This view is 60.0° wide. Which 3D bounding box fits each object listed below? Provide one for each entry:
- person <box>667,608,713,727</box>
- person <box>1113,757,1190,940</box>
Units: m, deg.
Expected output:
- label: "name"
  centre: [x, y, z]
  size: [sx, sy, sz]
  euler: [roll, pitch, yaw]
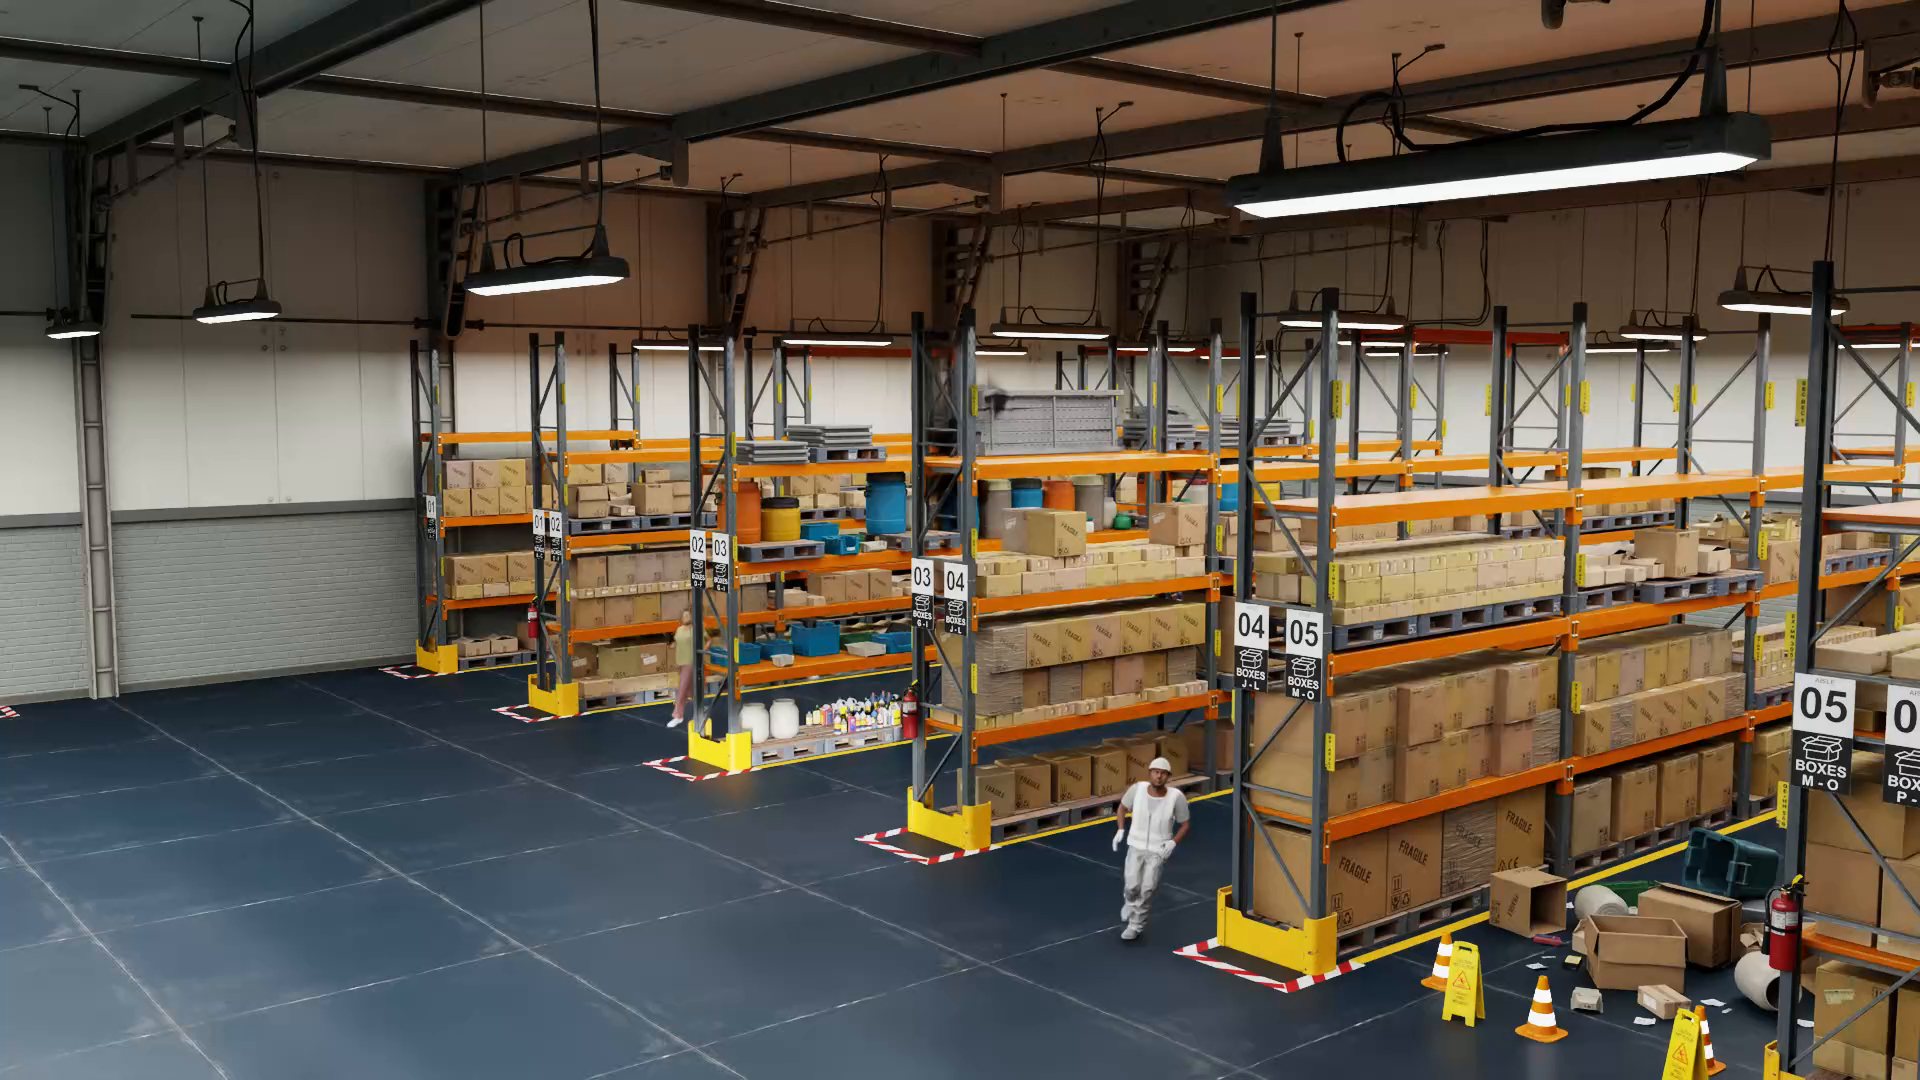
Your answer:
- label: "person"
  centre: [-3.963, 1.840, 24.109]
  size: [0.583, 1.699, 0.879]
  euler: [3, 6, 33]
- label: "person"
  centre: [1.777, 2.883, 15.510]
  size: [0.714, 1.719, 0.536]
  euler: [1, 5, 15]
